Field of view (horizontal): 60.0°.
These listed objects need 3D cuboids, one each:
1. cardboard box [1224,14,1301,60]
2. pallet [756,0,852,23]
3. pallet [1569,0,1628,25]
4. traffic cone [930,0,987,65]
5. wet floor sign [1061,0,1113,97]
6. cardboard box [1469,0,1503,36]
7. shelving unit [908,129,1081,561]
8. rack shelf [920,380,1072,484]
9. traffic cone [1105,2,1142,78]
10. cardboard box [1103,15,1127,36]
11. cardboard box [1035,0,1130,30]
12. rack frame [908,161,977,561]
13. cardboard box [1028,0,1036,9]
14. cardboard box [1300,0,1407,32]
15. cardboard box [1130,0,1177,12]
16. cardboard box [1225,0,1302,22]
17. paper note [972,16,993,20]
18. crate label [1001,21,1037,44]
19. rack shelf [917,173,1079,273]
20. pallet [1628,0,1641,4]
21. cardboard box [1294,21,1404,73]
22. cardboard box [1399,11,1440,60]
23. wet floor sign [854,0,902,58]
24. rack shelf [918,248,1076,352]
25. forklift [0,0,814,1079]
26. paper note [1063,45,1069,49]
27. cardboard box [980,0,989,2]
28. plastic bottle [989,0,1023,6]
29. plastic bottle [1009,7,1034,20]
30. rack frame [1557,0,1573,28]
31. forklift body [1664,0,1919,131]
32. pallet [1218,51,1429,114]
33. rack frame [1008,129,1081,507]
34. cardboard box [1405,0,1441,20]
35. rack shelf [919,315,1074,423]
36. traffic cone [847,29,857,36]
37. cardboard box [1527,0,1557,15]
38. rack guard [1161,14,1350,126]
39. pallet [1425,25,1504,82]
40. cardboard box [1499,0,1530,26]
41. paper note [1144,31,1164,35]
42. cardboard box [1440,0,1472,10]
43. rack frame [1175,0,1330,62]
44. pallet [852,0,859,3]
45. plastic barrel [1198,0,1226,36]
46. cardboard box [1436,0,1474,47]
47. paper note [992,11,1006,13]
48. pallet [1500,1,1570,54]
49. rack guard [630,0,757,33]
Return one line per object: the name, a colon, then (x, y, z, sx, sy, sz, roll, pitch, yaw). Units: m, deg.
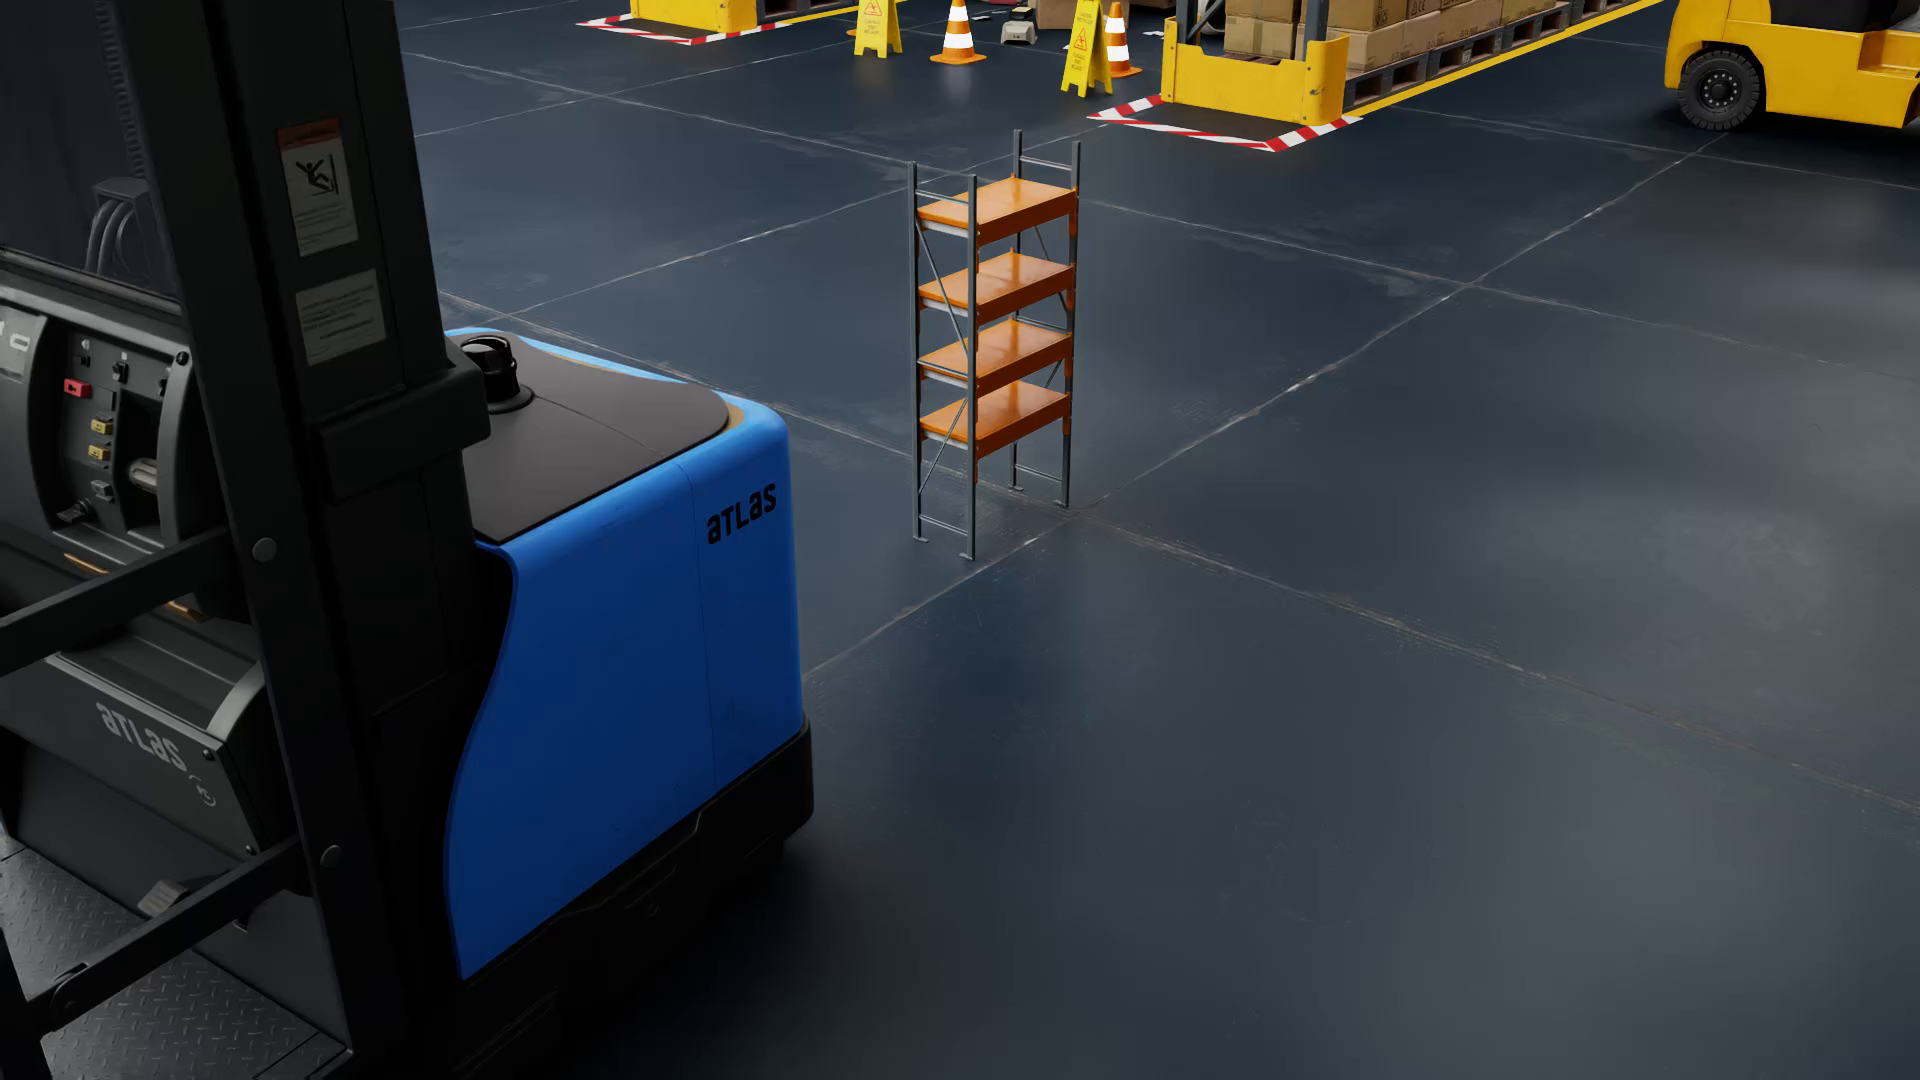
cardboard box: (2.105, -3.381, 11.056, 0.500, 0.250, 0.500, 21, 34, 34)
pallet: (-1.653, -4.520, 13.758, 1.003, 0.211, 1.213, 21, 34, 34)
pallet: (4.821, -4.498, 13.715, 1.003, 0.211, 1.213, 21, 34, 34)
traffic cone: (-0.012, -3.648, 11.798, 0.336, 0.463, 0.334, 21, 34, 34)
wet floor sign: (0.836, -3.241, 10.813, 0.232, 0.644, 0.267, -15, 31, -27)
cardboard box: (3.501, -3.766, 11.801, 0.500, 0.250, 0.500, 21, 34, 35)
shelving unit: (0.105, -0.592, 5.088, 0.258, 1.200, 0.503, 21, 34, 34)
rack shelf: (0.105, -0.355, 5.210, 0.258, 0.148, 0.480, 21, 34, 34)
traffic cone: (1.061, -3.444, 11.404, 0.336, 0.463, 0.334, 21, 34, 34)
cardboard box: (1.058, -3.830, 12.492, 0.250, 0.149, 0.380, -10, 29, -18)
cardboard box: (0.947, -4.295, 13.006, 0.797, 0.503, 0.637, 0, 27, 0)
rack frame: (-0.050, -0.505, 4.921, 0.240, 1.200, 0.015, 21, 34, 34)
cardboard box: (0.771, -4.509, 13.676, 0.258, 0.266, 0.396, -21, 34, -35)
cardboard box: (2.524, -3.554, 10.574, 0.500, 0.500, 0.500, 19, 33, 33)
cardboard box: (1.535, -4.690, 13.620, 0.797, 0.637, 0.503, 21, 34, 34)
cardboard box: (2.091, -3.700, 10.857, 0.500, 0.500, 0.500, 21, 34, 35)
paper note: (0.180, -4.178, 13.295, 0.142, 0.017, 0.144, -15, 31, -27)
crate label: (0.441, -3.800, 12.447, 0.250, 0.136, 0.298, 4, 28, 8)
rack shelf: (0.105, -0.941, 4.907, 0.258, 0.148, 0.480, 21, 34, 34)
pallet: (5.597, -4.932, 14.554, 1.003, 0.211, 1.213, 21, 34, 34)
cardboard box: (2.509, -3.212, 10.730, 0.500, 0.250, 0.500, 20, 34, 34)
cardboard box: (2.840, -3.391, 11.075, 0.500, 0.250, 0.500, 22, 35, 36)
wet floor sign: (-0.591, -3.818, 11.928, 0.267, 0.644, 0.232, 15, 31, 26)
rack shelf: (0.105, -0.731, 5.016, 0.258, 0.148, 0.480, 21, 34, 34)
forklift: (-1.579, -0.181, 2.410, 1.130, 2.935, 3.031, 17, 32, 30)
paper note: (0.848, -3.640, 12.253, 0.148, 0.019, 0.142, 9, 29, 17)
cardboard box: (0.248, -4.911, 14.197, 0.500, 0.500, 0.500, -21, 34, -35)
plastic bottle: (0.396, -4.511, 13.904, 0.283, 0.061, 0.133, 9, 29, 17)
plastic bottle: (0.502, -4.254, 13.406, 0.133, 0.061, 0.283, 9, 29, 17)
rack frame: (4.327, -5.460, 12.539, 1.000, 3.000, 0.127, 21, 34, 34)
forklift body: (5.414, -3.421, 9.522, 2.313, 2.155, 1.214, 21, 34, 34)
pallet: (2.375, -3.108, 11.028, 1.003, 0.211, 1.213, 21, 34, 34)
rack frame: (0.260, -0.678, 5.255, 0.240, 1.200, 0.015, 21, 34, 34)
cardboard box: (2.853, -3.740, 10.935, 0.500, 0.500, 0.500, 19, 33, 33)
rack shelf: (0.105, -0.532, 5.119, 0.258, 0.148, 0.480, 21, 34, 34)
traffic cone: (-0.667, -4.099, 12.670, 0.336, 0.463, 0.334, 21, 34, 34)
cardboard box: (4.159, -4.137, 12.518, 0.500, 0.250, 0.500, 23, 35, 37)
rack guard: (1.831, -2.958, 10.424, 1.175, 0.500, 0.348, 21, 34, 34)
pallet: (3.152, -3.538, 11.860, 1.003, 0.211, 1.213, 21, 34, 34)
cardboard box: (3.828, -3.945, 12.147, 0.500, 0.250, 0.500, 20, 33, 33)
paper note: (1.504, -3.892, 12.753, 0.142, 0.019, 0.148, -15, 31, -27)
cardboard box: (3.179, -3.916, 11.274, 0.500, 0.500, 0.500, 22, 34, 35)
rack frame: (1.783, -4.042, 9.798, 1.000, 3.000, 0.127, 21, 34, 34)
pallet: (-0.876, -4.951, 14.591, 1.003, 0.211, 1.213, 21, 34, 34)
plastic barrel: (1.929, -4.072, 12.661, 0.421, 0.421, 0.512, -5, 28, -9)
cardboard box: (3.177, -3.588, 11.457, 0.500, 0.250, 0.500, 24, 35, 38)
paper note: (0.320, -4.304, 13.559, 0.123, 0.001, 0.032, -10, 29, -18)
pallet: (3.927, -3.973, 12.700, 1.003, 0.211, 1.213, 21, 34, 34)
rack guard: (-2.116, -4.334, 13.083, 1.175, 0.500, 0.348, 21, 34, 34)
